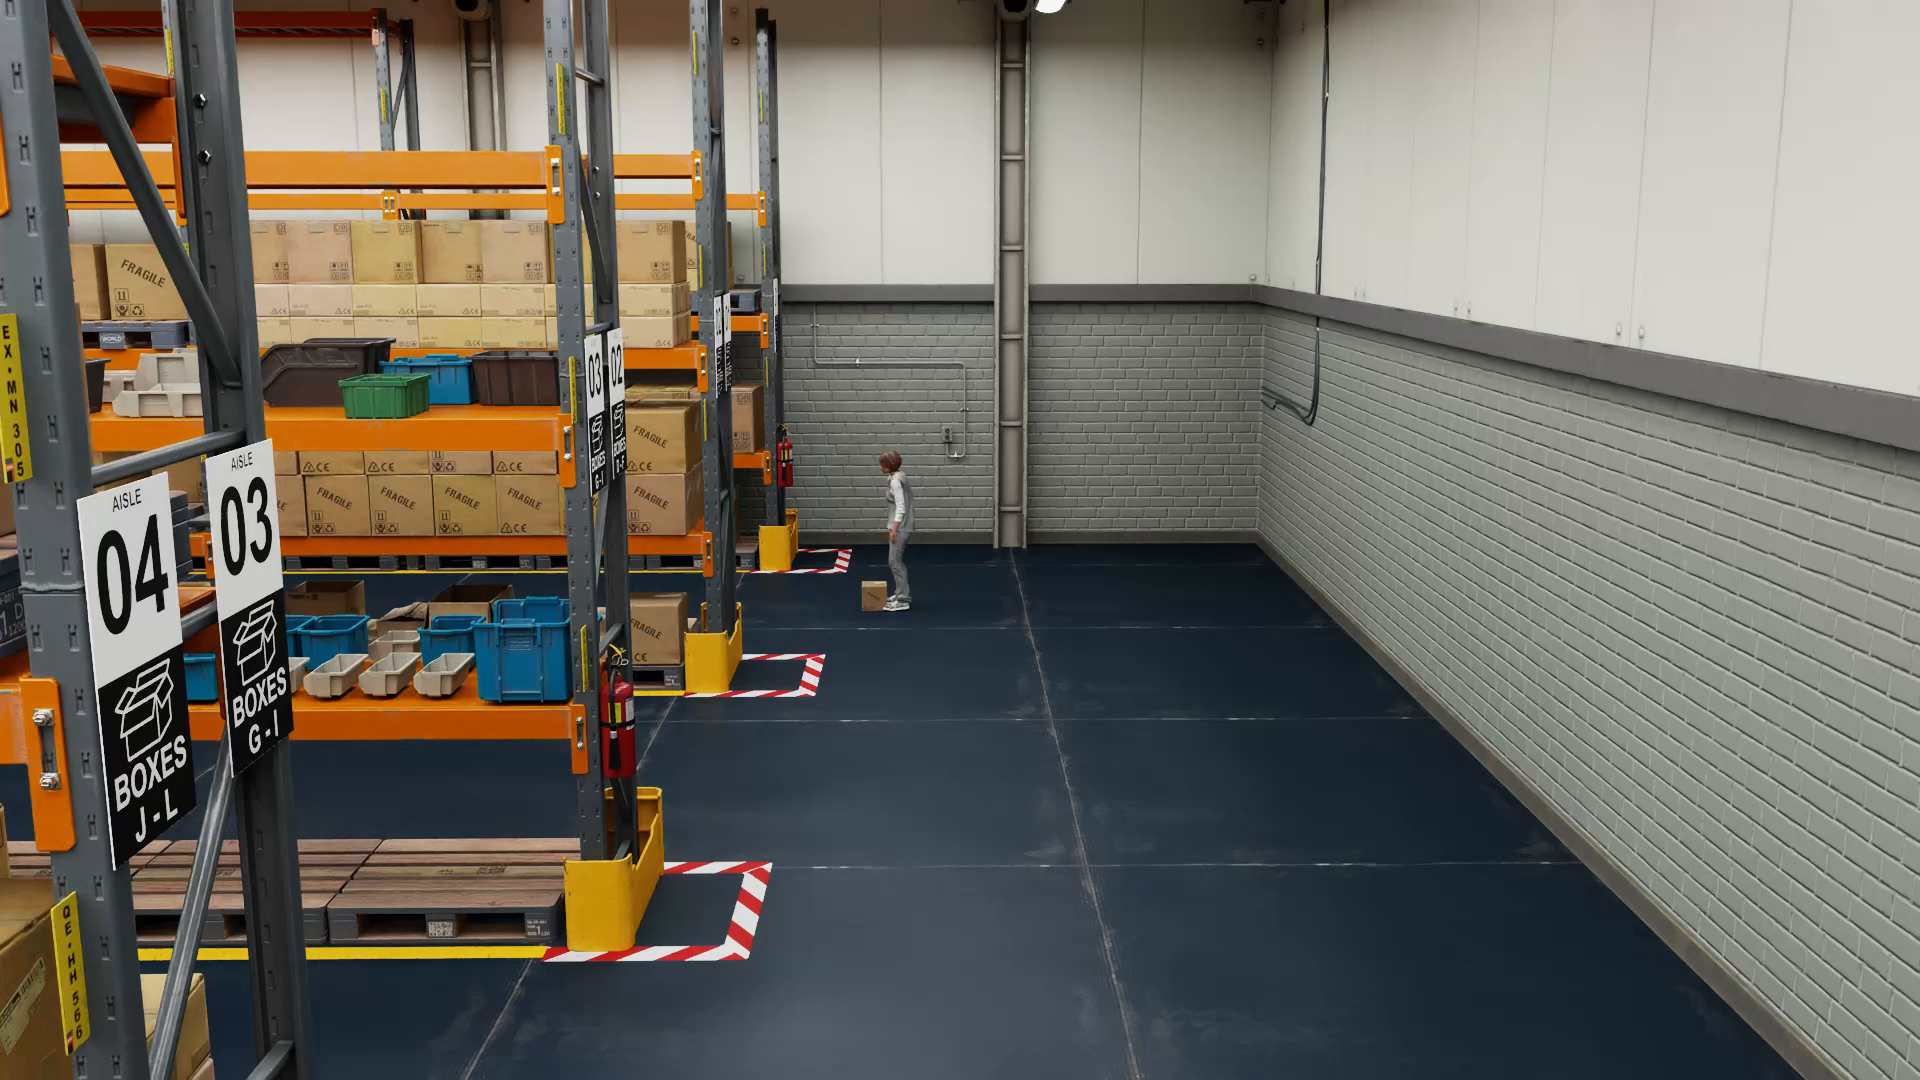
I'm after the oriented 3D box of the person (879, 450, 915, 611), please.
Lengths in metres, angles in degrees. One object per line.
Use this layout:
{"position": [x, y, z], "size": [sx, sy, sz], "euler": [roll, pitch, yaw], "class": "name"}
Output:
{"position": [-0.622, -0.103, 16.498], "size": [0.349, 1.593, 0.466], "euler": [0, 11, -2], "class": "person"}
